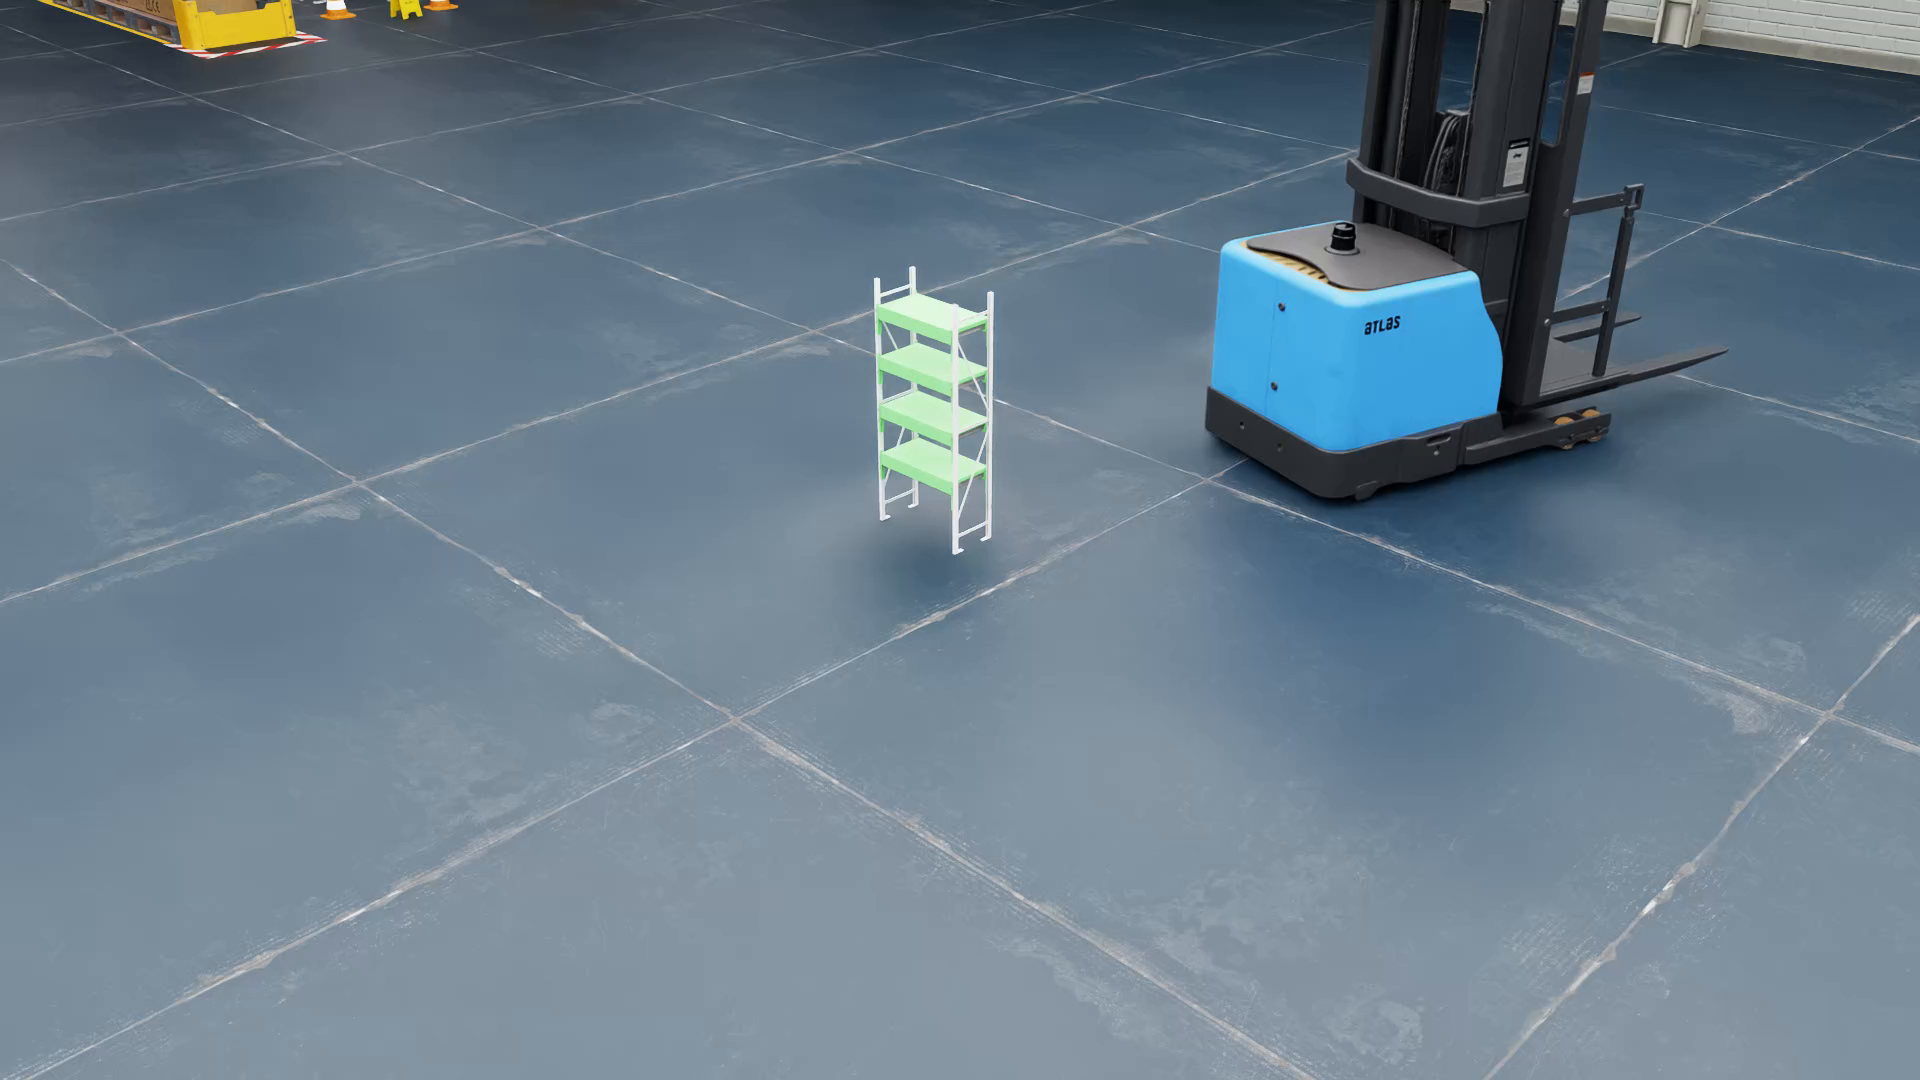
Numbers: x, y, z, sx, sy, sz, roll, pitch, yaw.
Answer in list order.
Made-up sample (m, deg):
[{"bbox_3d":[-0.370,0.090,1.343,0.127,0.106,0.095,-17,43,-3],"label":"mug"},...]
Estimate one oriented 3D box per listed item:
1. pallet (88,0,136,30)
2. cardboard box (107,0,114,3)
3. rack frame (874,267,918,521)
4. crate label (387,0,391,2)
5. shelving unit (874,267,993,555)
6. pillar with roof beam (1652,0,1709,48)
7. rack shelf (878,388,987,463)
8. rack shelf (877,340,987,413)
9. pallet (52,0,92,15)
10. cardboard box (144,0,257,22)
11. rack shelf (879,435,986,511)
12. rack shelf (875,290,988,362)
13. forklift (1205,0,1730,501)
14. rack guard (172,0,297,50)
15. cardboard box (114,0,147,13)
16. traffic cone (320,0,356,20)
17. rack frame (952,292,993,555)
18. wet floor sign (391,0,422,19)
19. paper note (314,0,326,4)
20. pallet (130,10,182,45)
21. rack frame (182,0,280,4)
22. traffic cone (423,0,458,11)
[{"bbox_3d":[-9.327,-6.159,19.237,1.213,0.211,1.003,25,36,38],"label":"pallet"},{"bbox_3d":[-9.644,-6.790,19.271,0.875,0.875,0.875,25,37,39],"label":"cardboard box"},{"bbox_3d":[-0.292,-0.665,7.725,0.015,1.200,0.240,25,36,38],"label":"rack frame"},{"bbox_3d":[-6.789,-6.638,20.227,0.298,0.136,0.250,7,29,13],"label":"crate label"},{"bbox_3d":[-0.118,-0.585,7.573,0.503,1.200,0.258,25,36,38],"label":"shelving unit"},{"bbox_3d":[4.713,-7.922,13.147,0.400,9.000,9.100,25,36,38],"label":"pillar with roof beam"},{"bbox_3d":[-0.118,-0.529,7.603,0.480,0.148,0.258,25,36,38],"label":"rack shelf"},{"bbox_3d":[-0.118,-0.741,7.492,0.480,0.148,0.258,25,36,38],"label":"rack shelf"},{"bbox_3d":[-10.201,-6.557,19.994,1.213,0.211,1.003,25,36,38],"label":"pallet"},{"bbox_3d":[-8.366,-6.205,18.160,0.875,0.875,0.875,25,37,39],"label":"cardboard box"},{"bbox_3d":[-0.118,-0.316,7.715,0.480,0.148,0.258,25,36,38],"label":"rack shelf"},{"bbox_3d":[-0.118,-0.953,7.380,0.480,0.148,0.258,25,36,38],"label":"rack shelf"},{"bbox_3d":[2.825,-1.968,8.344,3.031,2.935,1.130,-14,31,-25],"label":"forklift"},{"bbox_3d":[-7.819,-5.646,17.951,0.348,0.500,1.175,25,36,38],"label":"rack guard"},{"bbox_3d":[-8.995,-6.492,18.704,0.875,0.875,0.875,24,36,38],"label":"cardboard box"},{"bbox_3d":[-7.219,-6.282,19.200,0.334,0.463,0.336,25,36,38],"label":"traffic cone"},{"bbox_3d":[0.056,-0.505,7.422,0.015,1.200,0.240,25,36,38],"label":"rack frame"},{"bbox_3d":[-6.427,-6.366,19.164,0.232,0.644,0.267,18,33,30],"label":"wet floor sign"},{"bbox_3d":[-7.734,-6.507,20.094,0.144,0.017,0.142,-13,30,-22],"label":"paper note"},{"bbox_3d":[-8.461,-5.761,18.480,1.213,0.211,1.003,25,36,38],"label":"pallet"},{"bbox_3d":[-7.836,-6.760,17.384,0.127,3.000,1.000,25,36,38],"label":"rack frame"},{"bbox_3d":[-6.185,-6.546,19.702,0.334,0.463,0.336,25,36,38],"label":"traffic cone"}]
